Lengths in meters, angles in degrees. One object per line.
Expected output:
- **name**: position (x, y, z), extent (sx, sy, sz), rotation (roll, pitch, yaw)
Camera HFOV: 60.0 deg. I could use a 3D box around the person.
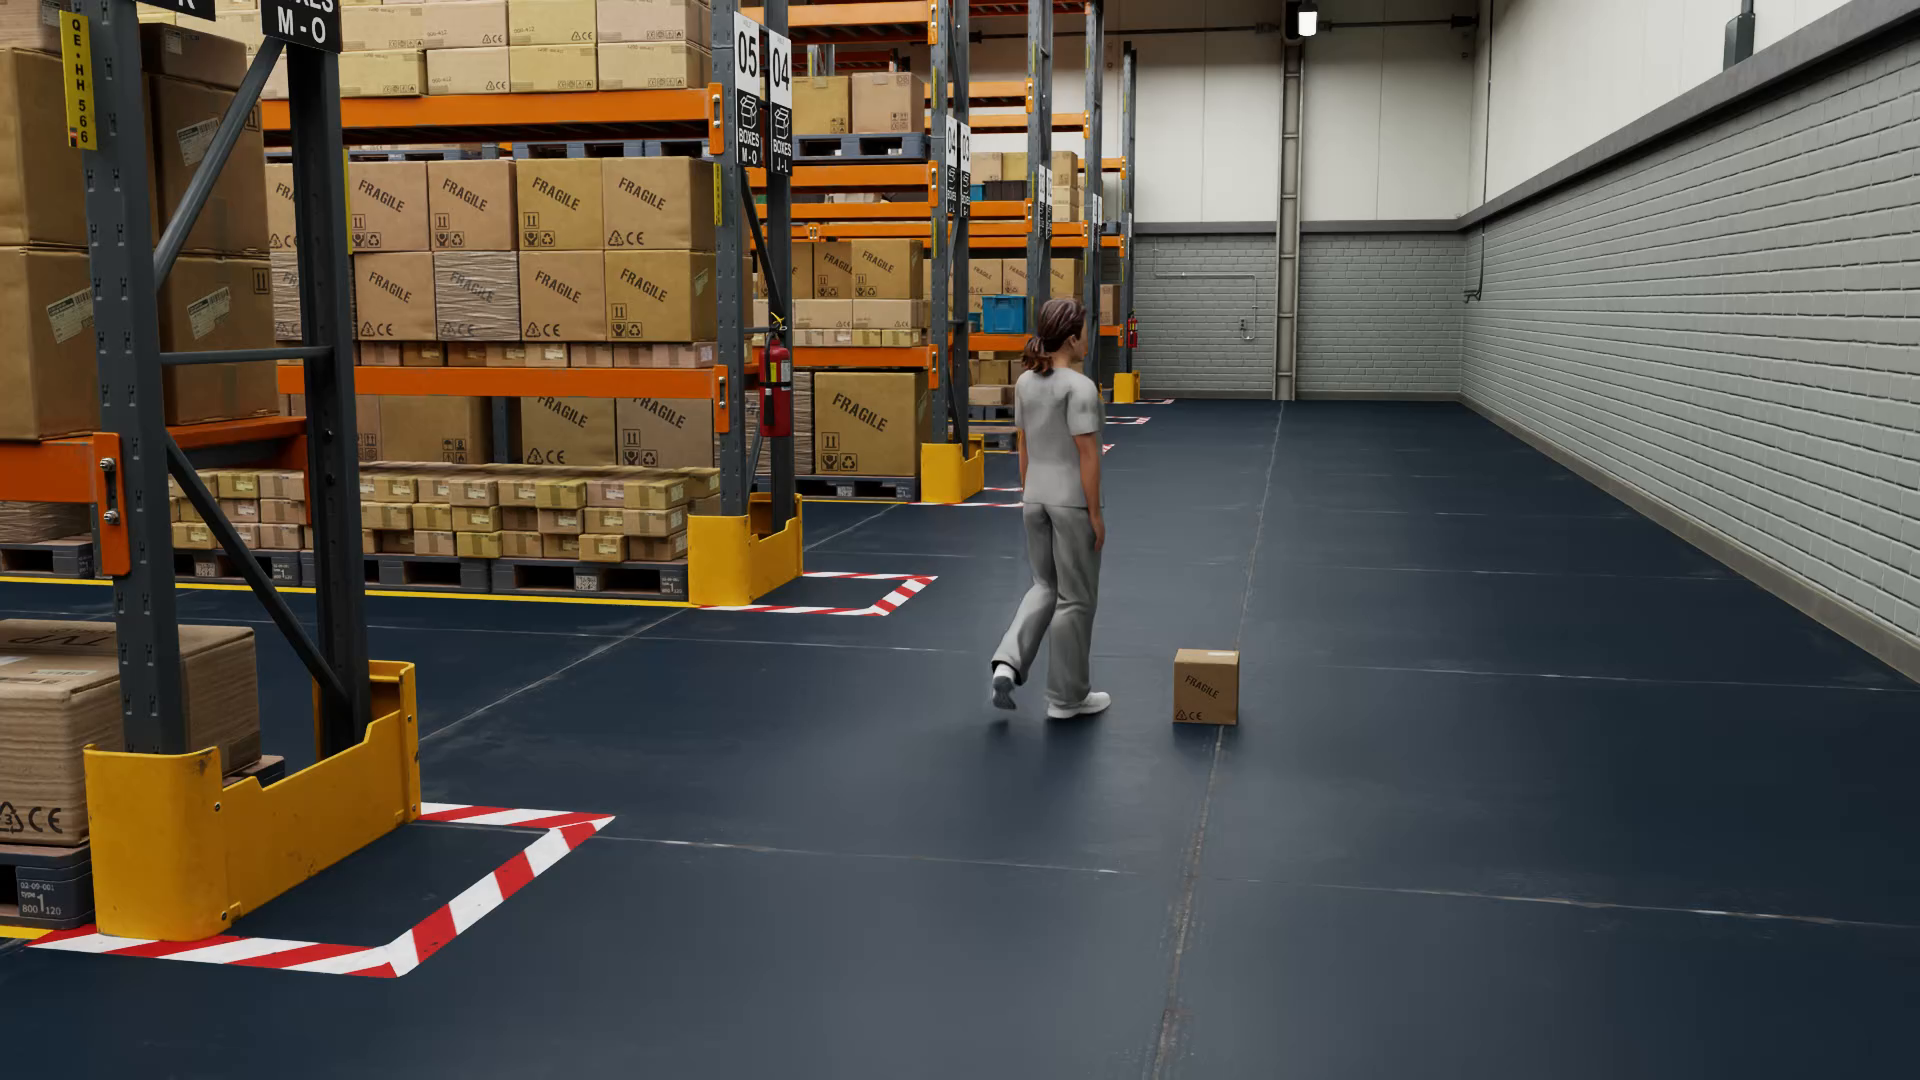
- **person**: position (0.387, -0.110, 6.544), extent (0.575, 1.666, 0.460), rotation (-7, 11, -42)
